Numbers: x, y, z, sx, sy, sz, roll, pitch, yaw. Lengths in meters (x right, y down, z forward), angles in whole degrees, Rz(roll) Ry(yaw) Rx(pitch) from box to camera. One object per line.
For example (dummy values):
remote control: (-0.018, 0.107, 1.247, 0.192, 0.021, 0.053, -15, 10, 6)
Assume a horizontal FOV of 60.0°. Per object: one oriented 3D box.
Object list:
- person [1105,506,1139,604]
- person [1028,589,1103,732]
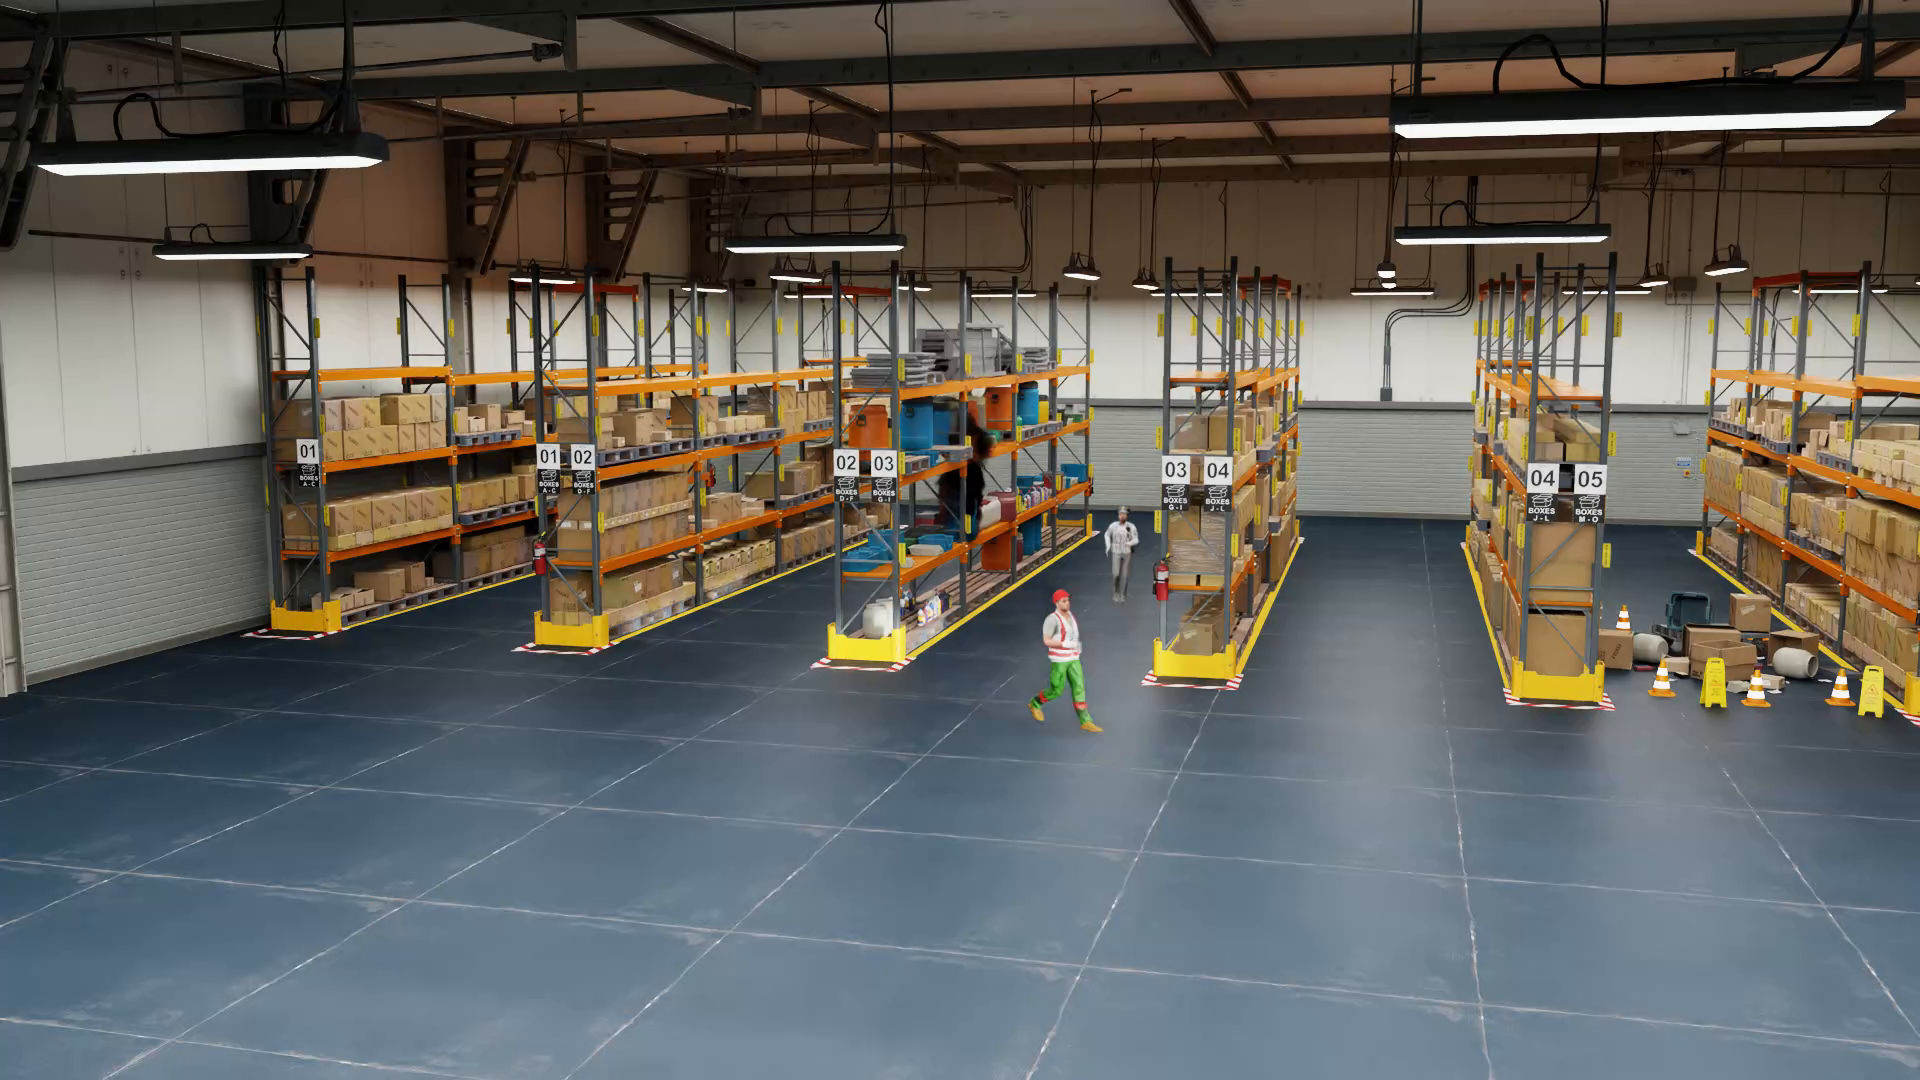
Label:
person: (2.771, 0.261, 28.591, 0.593, 1.702, 0.620, 1, 7, 7)
person: (1.320, 1.476, 20.665, 0.678, 1.739, 1.092, -7, 10, -44)
